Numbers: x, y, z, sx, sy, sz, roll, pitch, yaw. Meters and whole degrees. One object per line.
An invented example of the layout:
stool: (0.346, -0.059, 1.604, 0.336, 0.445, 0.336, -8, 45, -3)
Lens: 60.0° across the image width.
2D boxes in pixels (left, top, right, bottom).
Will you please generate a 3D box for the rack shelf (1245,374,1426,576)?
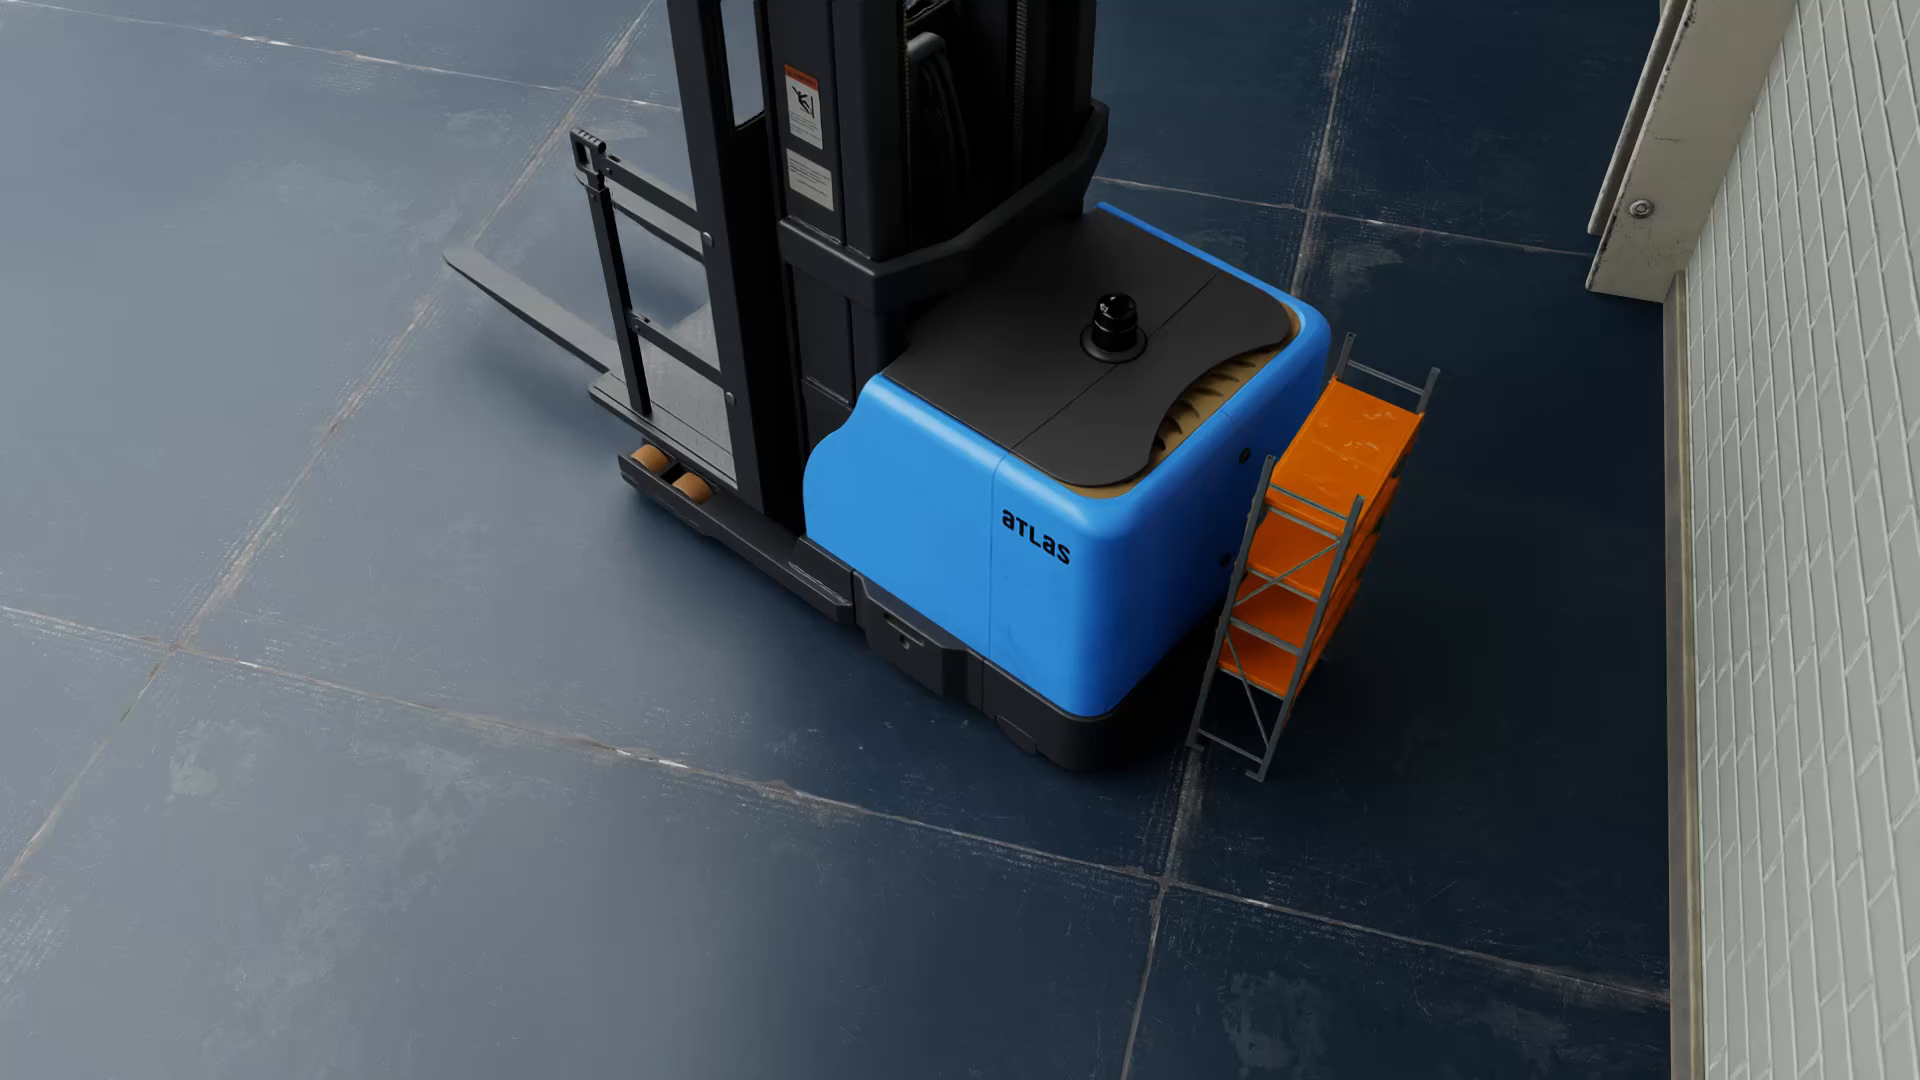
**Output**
rack shelf: (0.919, -0.166, 4.064, 0.258, 0.148, 0.480, 26, 53, 17)

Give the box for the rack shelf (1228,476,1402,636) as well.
rack shelf: (0.908, -0.015, 4.245, 0.258, 0.148, 0.480, 26, 53, 17)

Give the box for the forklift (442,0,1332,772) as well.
forklift: (-0.458, -1.287, 4.431, 3.031, 2.935, 1.130, 33, 56, 25)

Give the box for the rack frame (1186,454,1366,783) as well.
rack frame: (0.776, 0.242, 4.227, 0.240, 1.200, 0.015, 26, 53, 17)

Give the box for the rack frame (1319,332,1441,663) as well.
rack frame: (1.025, -0.073, 4.504, 0.240, 1.200, 0.015, 26, 53, 17)

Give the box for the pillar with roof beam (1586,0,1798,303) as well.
pillar with roof beam: (-1.674, -4.851, 3.529, 9.100, 9.000, 0.400, 12, 50, 10)

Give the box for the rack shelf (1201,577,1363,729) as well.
rack shelf: (0.887, 0.254, 4.570, 0.258, 0.148, 0.480, 26, 53, 17)

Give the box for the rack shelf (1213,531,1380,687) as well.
rack shelf: (0.897, 0.127, 4.417, 0.258, 0.148, 0.480, 26, 53, 17)

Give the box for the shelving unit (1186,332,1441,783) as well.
shelving unit: (0.900, 0.084, 4.366, 0.258, 1.200, 0.503, 26, 53, 17)
